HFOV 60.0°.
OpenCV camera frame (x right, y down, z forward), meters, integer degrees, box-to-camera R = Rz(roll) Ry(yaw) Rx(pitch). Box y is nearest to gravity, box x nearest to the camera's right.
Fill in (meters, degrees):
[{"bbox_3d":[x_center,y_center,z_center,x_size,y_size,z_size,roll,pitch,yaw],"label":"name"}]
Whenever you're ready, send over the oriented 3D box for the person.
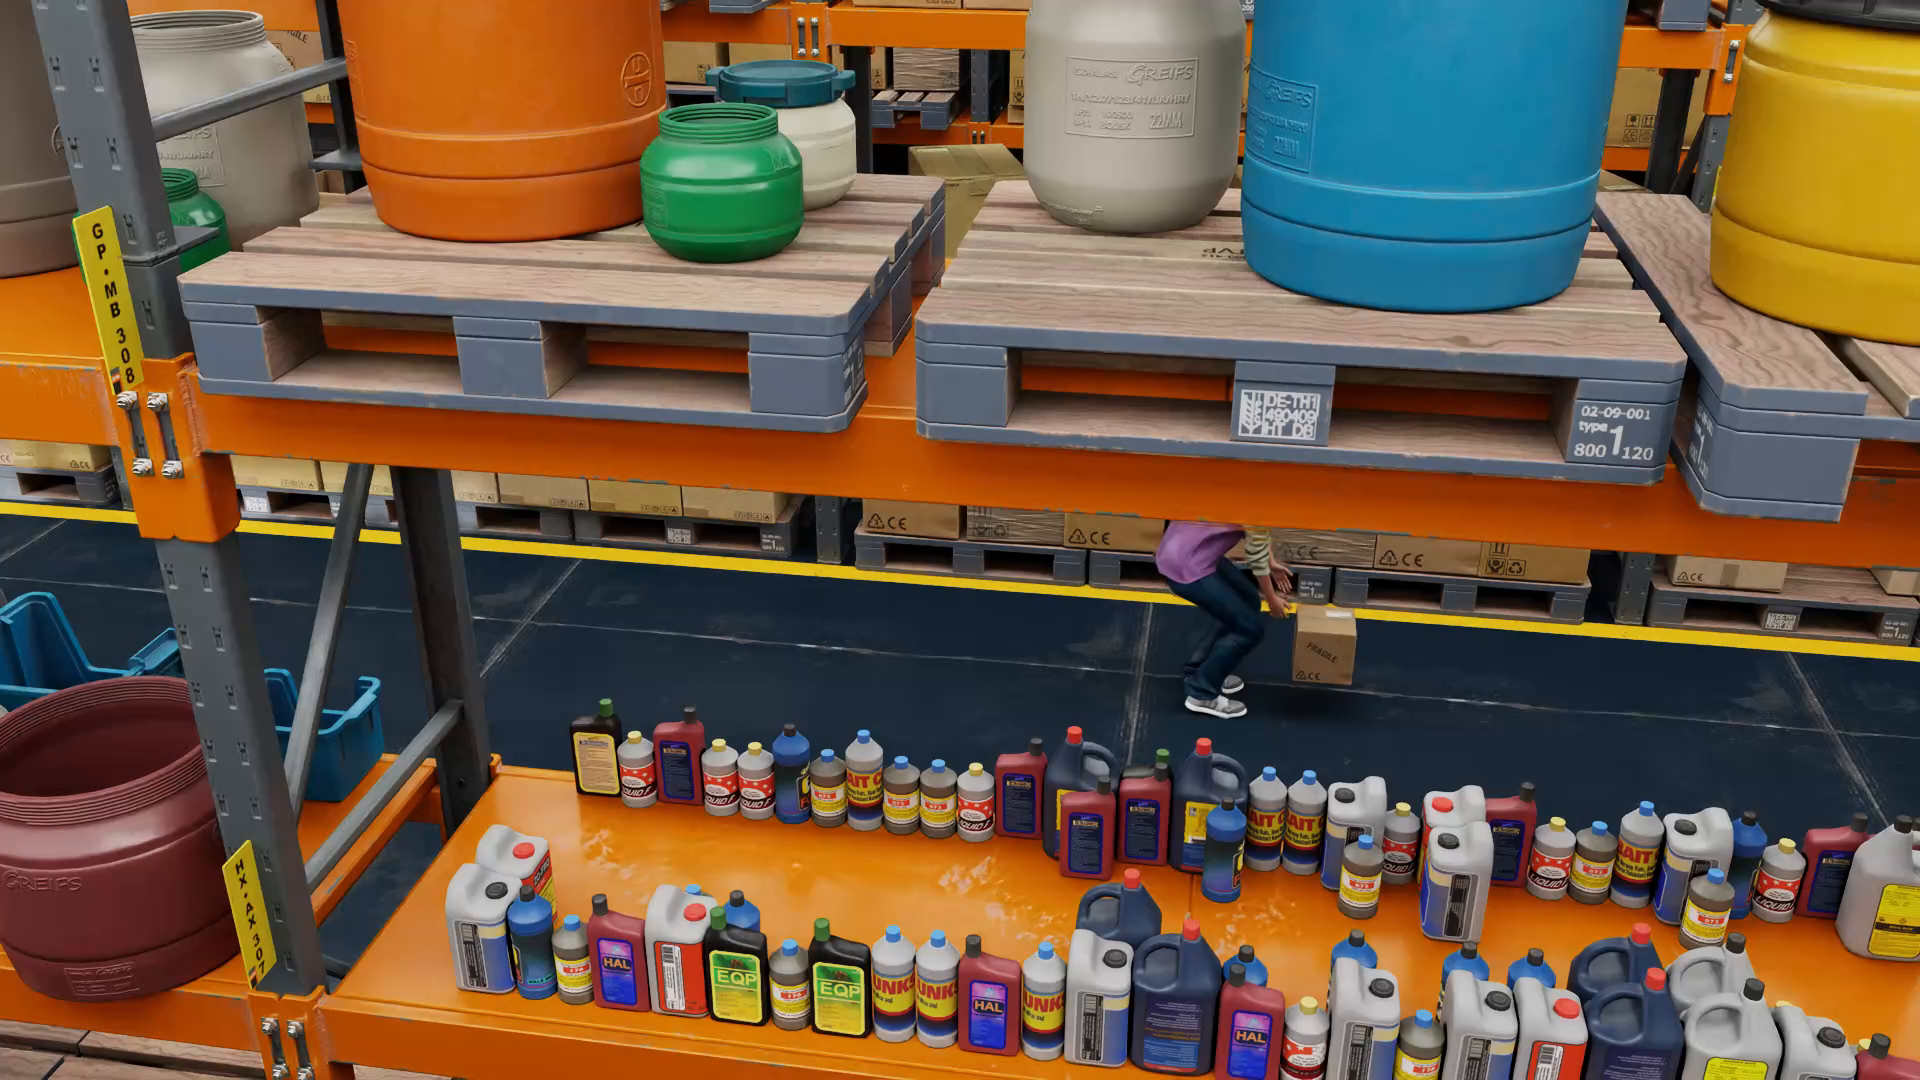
[{"bbox_3d":[1.176,0.129,7.223,0.655,1.284,0.463,4,26,9],"label":"person"}]
